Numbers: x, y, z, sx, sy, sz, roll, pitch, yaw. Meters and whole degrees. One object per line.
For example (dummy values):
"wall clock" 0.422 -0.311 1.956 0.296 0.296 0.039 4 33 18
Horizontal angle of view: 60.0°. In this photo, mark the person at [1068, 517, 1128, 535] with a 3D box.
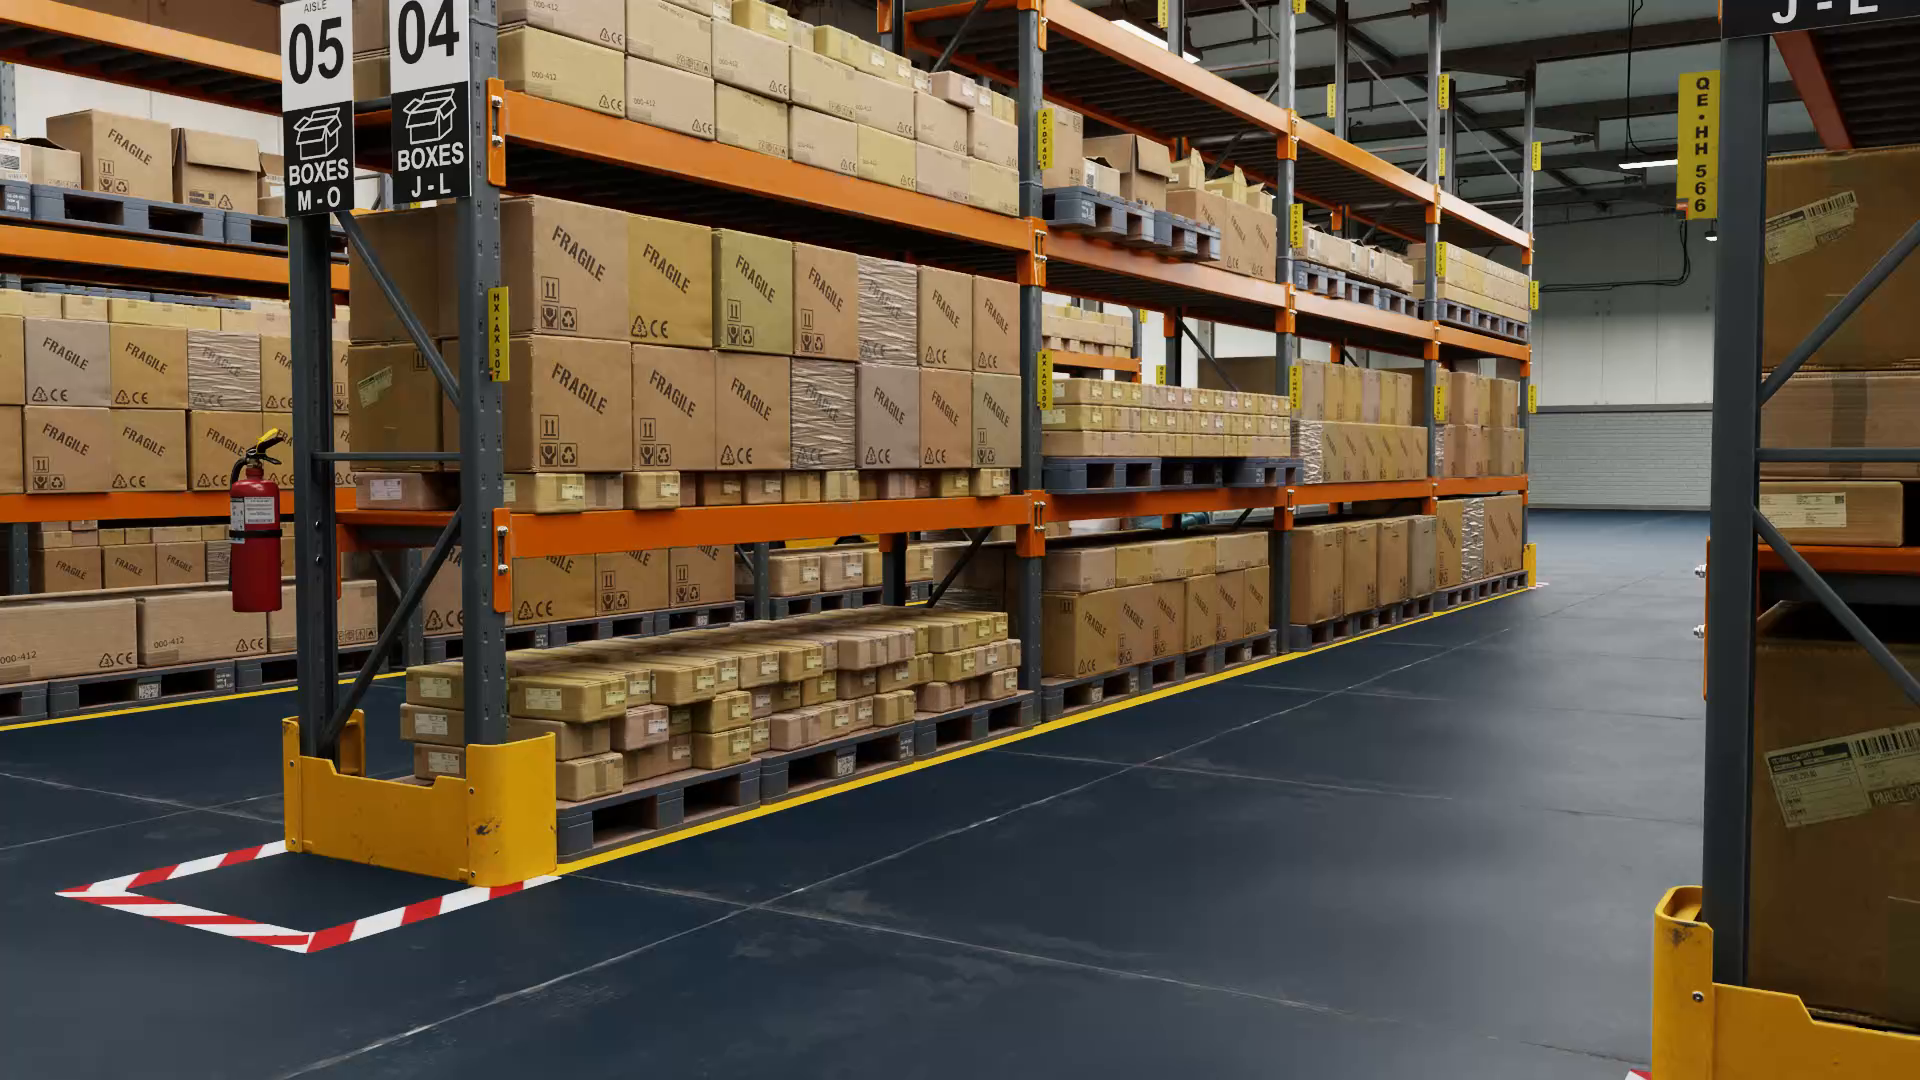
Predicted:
"person" 1.185 -0.078 14.301 0.490 1.770 0.574 2 3 30
